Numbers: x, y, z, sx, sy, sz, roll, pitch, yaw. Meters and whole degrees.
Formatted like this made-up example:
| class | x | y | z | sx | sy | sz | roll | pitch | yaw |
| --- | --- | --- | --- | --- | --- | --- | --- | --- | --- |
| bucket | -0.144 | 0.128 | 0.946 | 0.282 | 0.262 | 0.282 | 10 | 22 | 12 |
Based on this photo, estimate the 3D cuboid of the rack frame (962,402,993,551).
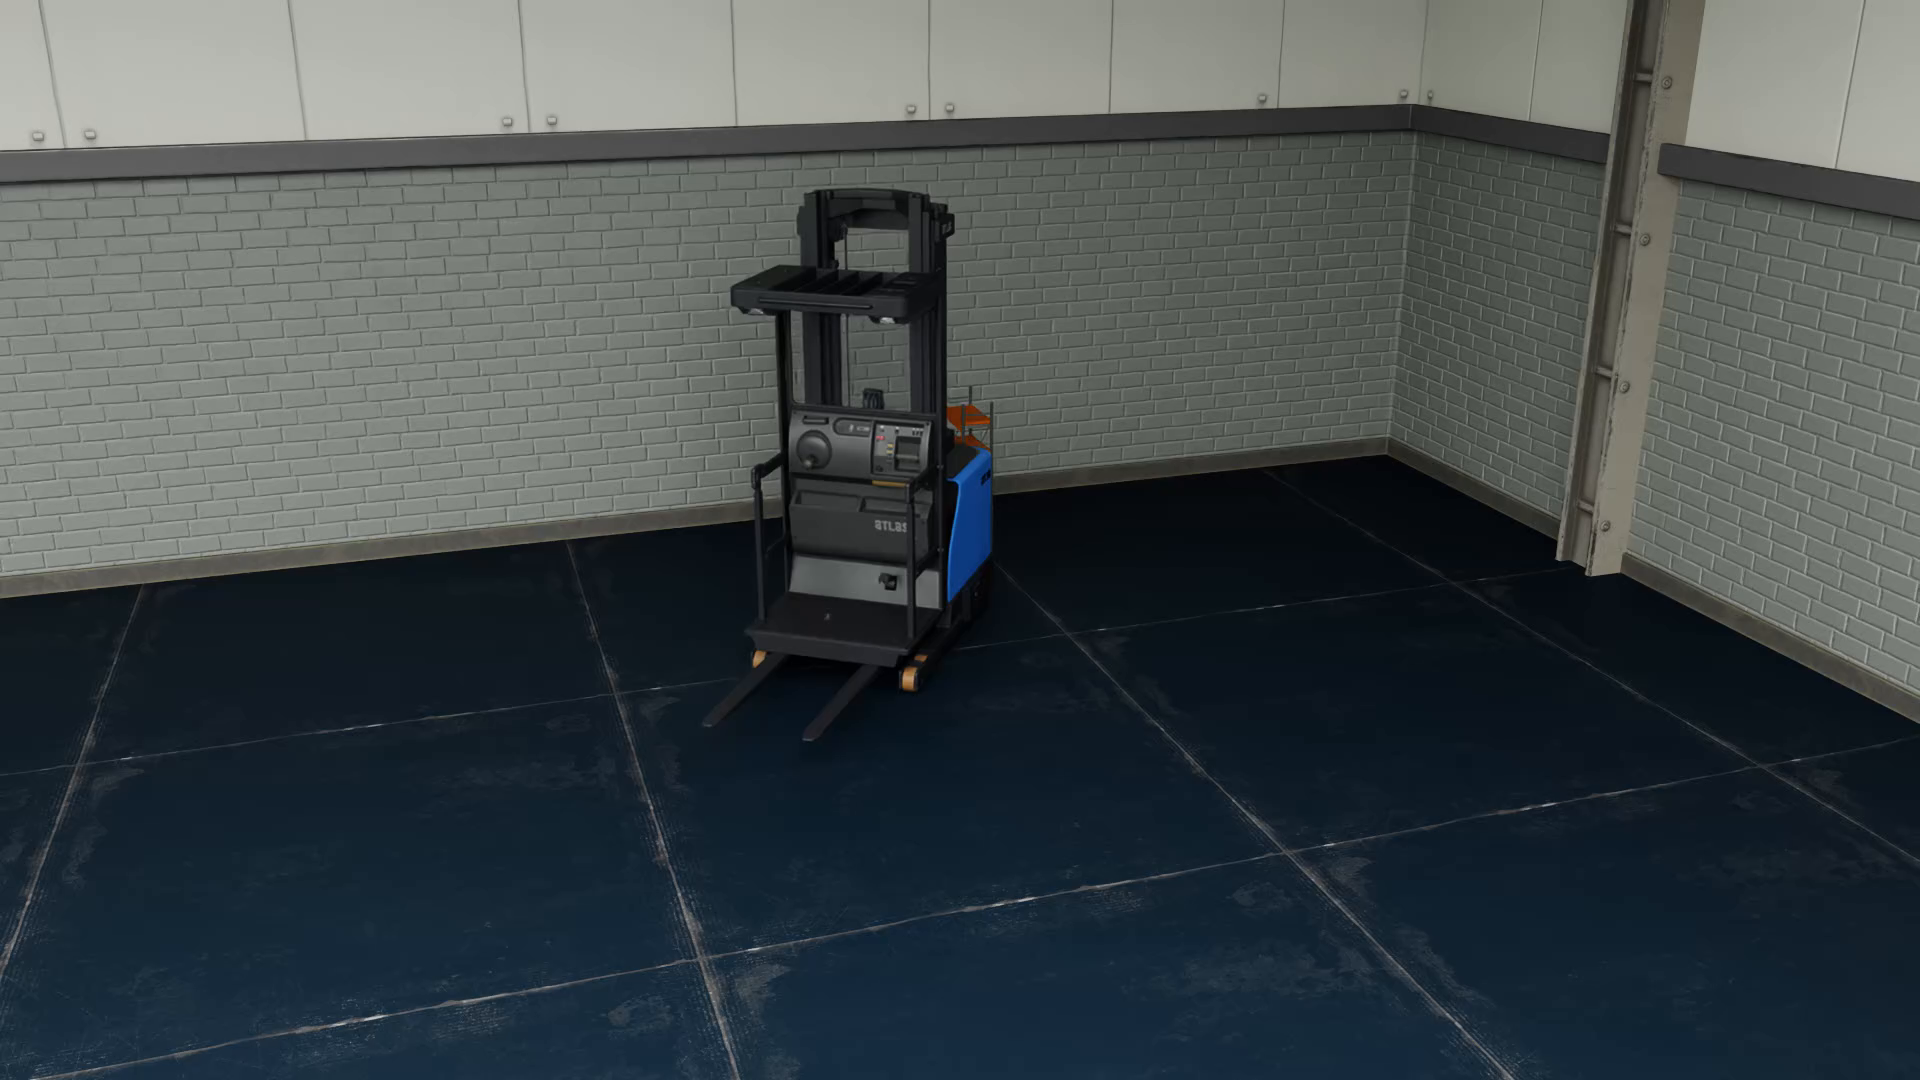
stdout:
| class | x | y | z | sx | sy | sz | roll | pitch | yaw |
| --- | --- | --- | --- | --- | --- | --- | --- | --- | --- |
| rack frame | 0.129 | -0.433 | 12.348 | 0.240 | 1.200 | 0.015 | -6 | 21 | -17 |

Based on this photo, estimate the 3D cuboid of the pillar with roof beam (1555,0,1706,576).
| class | x | y | z | sx | sy | sz | roll | pitch | yaw |
| --- | --- | --- | --- | --- | --- | --- | --- | --- | --- |
| pillar with roof beam | 0.603 | -3.590 | 9.600 | 9.100 | 9.000 | 0.400 | -6 | 21 | -17 |

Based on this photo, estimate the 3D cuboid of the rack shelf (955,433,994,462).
| class | x | y | z | sx | sy | sz | roll | pitch | yaw |
| --- | --- | --- | --- | --- | --- | --- | --- | --- | --- |
| rack shelf | 0.052 | -0.659 | 12.513 | 0.258 | 0.148 | 0.480 | -6 | 21 | -17 |

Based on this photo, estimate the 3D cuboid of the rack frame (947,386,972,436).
| class | x | y | z | sx | sy | sz | roll | pitch | yaw |
| --- | --- | --- | --- | --- | --- | --- | --- | --- | --- |
| rack frame | -0.025 | -0.590 | 12.784 | 0.240 | 1.200 | 0.015 | -6 | 21 | -17 |

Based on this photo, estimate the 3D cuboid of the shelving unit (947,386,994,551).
| class | x | y | z | sx | sy | sz | roll | pitch | yaw |
| --- | --- | --- | --- | --- | --- | --- | --- | --- | --- |
| shelving unit | 0.052 | -0.512 | 12.566 | 0.258 | 1.200 | 0.503 | -6 | 21 | -17 |

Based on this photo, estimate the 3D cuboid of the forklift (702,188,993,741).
| class | x | y | z | sx | sy | sz | roll | pitch | yaw |
| --- | --- | --- | --- | --- | --- | --- | --- | --- | --- |
| forklift | -0.689 | -0.585 | 10.208 | 1.130 | 2.935 | 3.031 | 6 | 21 | 16 |

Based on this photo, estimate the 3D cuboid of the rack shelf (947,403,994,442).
| class | x | y | z | sx | sy | sz | roll | pitch | yaw |
| --- | --- | --- | --- | --- | --- | --- | --- | --- | --- |
| rack shelf | 0.052 | -0.881 | 12.433 | 0.258 | 0.148 | 0.480 | -6 | 21 | -17 |
